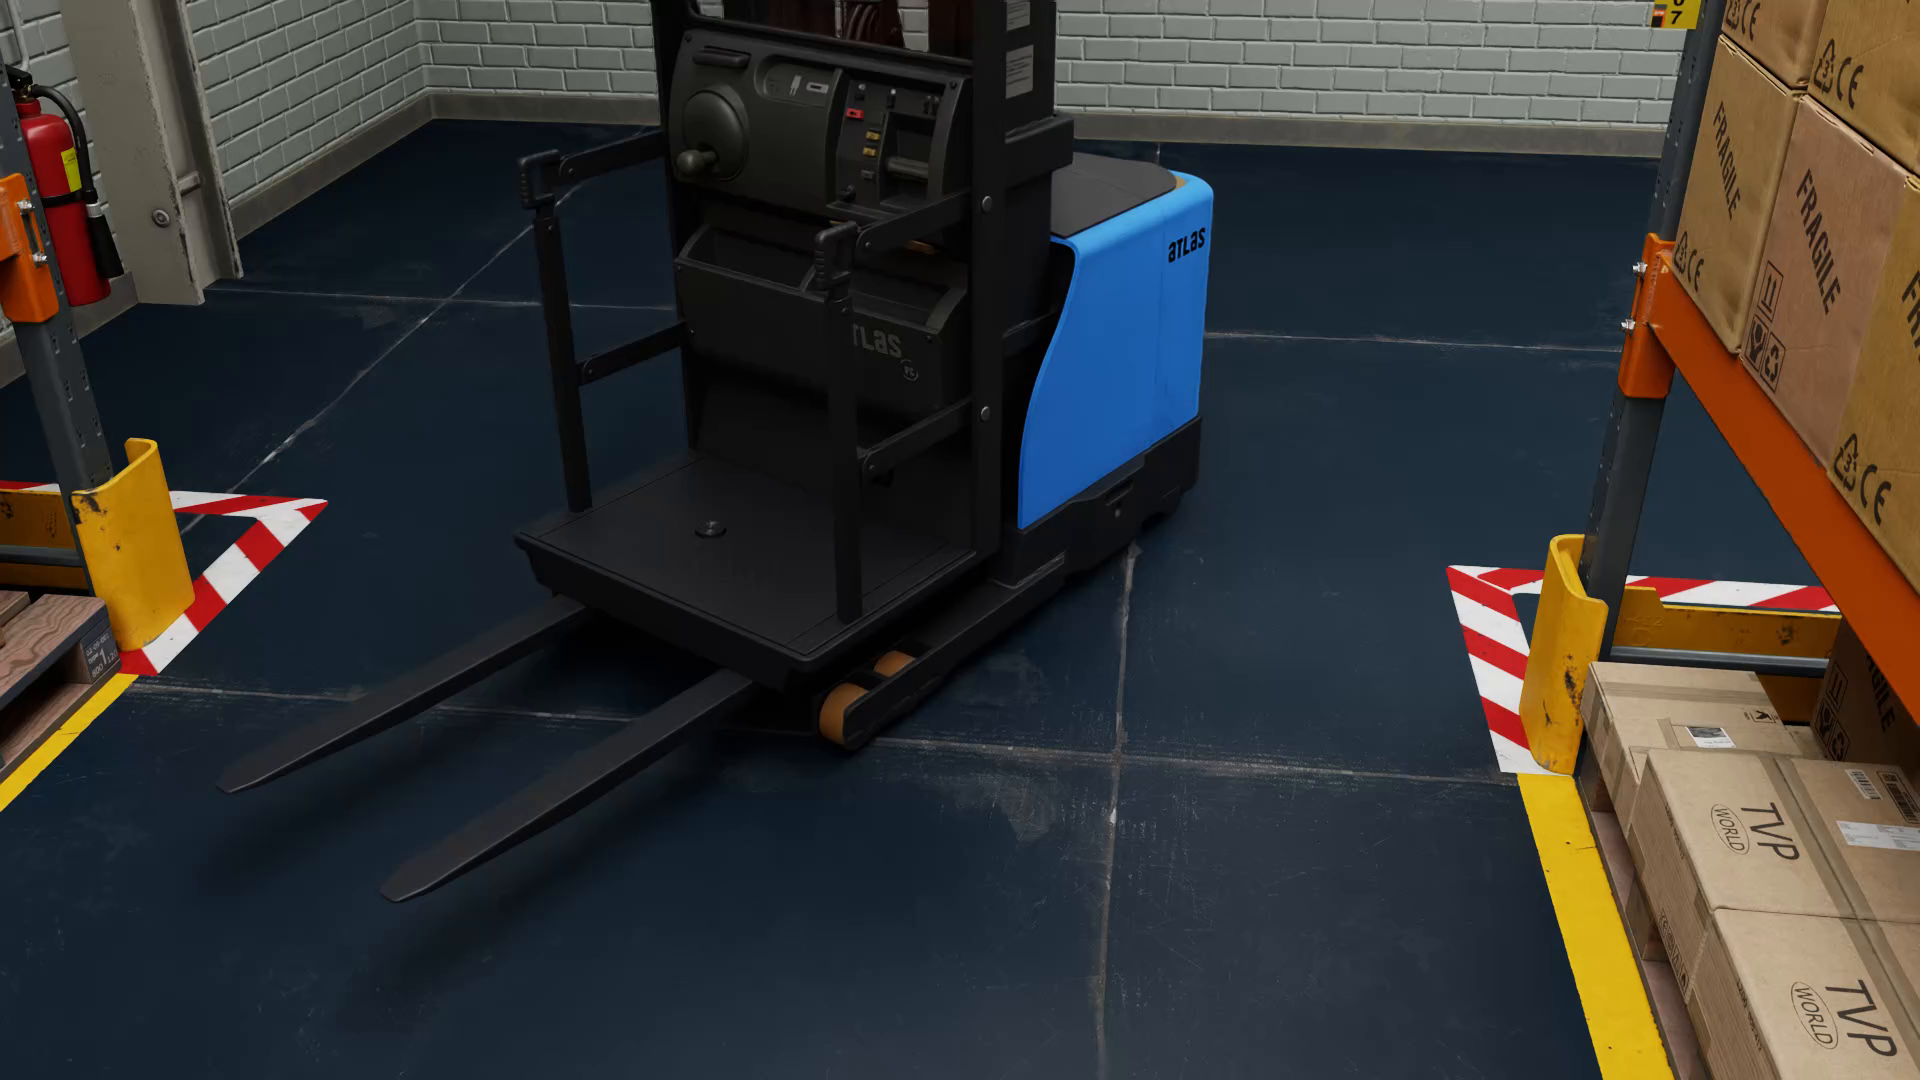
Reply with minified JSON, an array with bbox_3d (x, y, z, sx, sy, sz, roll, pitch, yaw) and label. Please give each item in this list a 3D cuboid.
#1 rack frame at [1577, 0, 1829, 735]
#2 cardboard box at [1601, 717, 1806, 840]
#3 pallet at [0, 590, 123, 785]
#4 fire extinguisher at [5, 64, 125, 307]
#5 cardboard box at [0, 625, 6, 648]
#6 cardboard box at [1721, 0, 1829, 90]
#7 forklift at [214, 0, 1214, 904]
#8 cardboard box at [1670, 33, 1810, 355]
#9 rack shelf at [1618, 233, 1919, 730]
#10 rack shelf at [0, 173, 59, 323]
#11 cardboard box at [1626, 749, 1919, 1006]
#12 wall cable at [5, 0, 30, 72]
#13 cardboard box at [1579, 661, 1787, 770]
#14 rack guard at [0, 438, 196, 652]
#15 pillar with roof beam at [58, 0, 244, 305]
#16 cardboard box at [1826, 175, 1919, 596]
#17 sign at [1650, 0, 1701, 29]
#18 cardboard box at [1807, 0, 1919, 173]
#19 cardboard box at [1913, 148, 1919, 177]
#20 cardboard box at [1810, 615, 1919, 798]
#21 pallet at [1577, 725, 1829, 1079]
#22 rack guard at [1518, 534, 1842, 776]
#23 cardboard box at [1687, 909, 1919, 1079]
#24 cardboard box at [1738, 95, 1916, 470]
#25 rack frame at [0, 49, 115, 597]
[{"bbox_3d":[2.059,-0.820,3.609,1.000,3.000,0.127,3,28,6],"label":"rack frame"},{"bbox_3d":[1.636,0.529,3.629,0.380,0.166,0.250,3,28,6],"label":"cardboard box"},{"bbox_3d":[-2.878,0.503,4.094,1.003,0.211,1.213,3,28,6],"label":"pallet"},{"bbox_3d":[-2.382,-0.952,4.329,0.296,0.674,0.183,3,28,6],"label":"fire extinguisher"},{"bbox_3d":[-2.845,0.145,4.011,0.700,0.500,0.500,3,28,6],"label":"cardboard box"},{"bbox_3d":[1.743,-1.110,2.989,0.500,0.500,0.500,4,29,8],"label":"cardboard box"},{"bbox_3d":[-0.508,-1.020,4.052,1.130,2.935,3.031,20,34,32],"label":"forklift"},{"bbox_3d":[1.743,-0.670,3.226,0.500,0.500,0.500,4,29,7],"label":"cardboard box"},{"bbox_3d":[1.814,0.439,2.032,1.077,0.370,4.000,3,28,6],"label":"rack shelf"},{"bbox_3d":[-3.103,0.152,2.563,1.077,0.370,4.000,3,28,6],"label":"rack shelf"},{"bbox_3d":[1.649,0.672,3.275,0.500,0.250,0.500,3,28,6],"label":"cardboard box"},{"bbox_3d":[-3.640,-2.211,5.120,0.084,1.984,1.851,3,28,6],"label":"wall cable"},{"bbox_3d":[1.666,0.419,3.852,0.380,0.149,0.250,3,28,6],"label":"cardboard box"},{"bbox_3d":[-2.855,-0.017,4.754,1.175,0.500,0.348,3,28,6],"label":"rack guard"},{"bbox_3d":[0.887,-4.818,4.705,9.100,9.000,0.400,3,28,6],"label":"pillar with roof beam"},{"bbox_3d":[1.620,-0.191,2.336,0.500,0.500,0.500,3,28,6],"label":"cardboard box"},{"bbox_3d":[1.520,-1.232,3.462,0.100,0.325,0.005,3,28,6],"label":"sign"},{"bbox_3d":[1.686,-0.864,2.531,0.500,0.500,0.500,4,29,7],"label":"cardboard box"},{"bbox_3d":[1.620,-0.629,2.094,0.500,0.500,0.500,4,29,7],"label":"cardboard box"},{"bbox_3d":[2.237,0.357,3.596,0.500,0.500,0.500,3,28,6],"label":"cardboard box"},{"bbox_3d":[1.953,0.819,3.507,1.003,0.211,1.213,3,28,6],"label":"pallet"},{"bbox_3d":[2.049,0.317,4.135,1.175,0.500,0.348,3,28,6],"label":"rack guard"},{"bbox_3d":[1.588,0.907,2.838,0.500,0.250,0.500,3,28,6],"label":"cardboard box"},{"bbox_3d":[1.685,-0.427,2.774,0.500,0.500,0.500,3,28,6],"label":"cardboard box"},{"bbox_3d":[-2.858,-1.106,4.140,1.000,3.000,0.127,3,28,6],"label":"rack frame"}]
